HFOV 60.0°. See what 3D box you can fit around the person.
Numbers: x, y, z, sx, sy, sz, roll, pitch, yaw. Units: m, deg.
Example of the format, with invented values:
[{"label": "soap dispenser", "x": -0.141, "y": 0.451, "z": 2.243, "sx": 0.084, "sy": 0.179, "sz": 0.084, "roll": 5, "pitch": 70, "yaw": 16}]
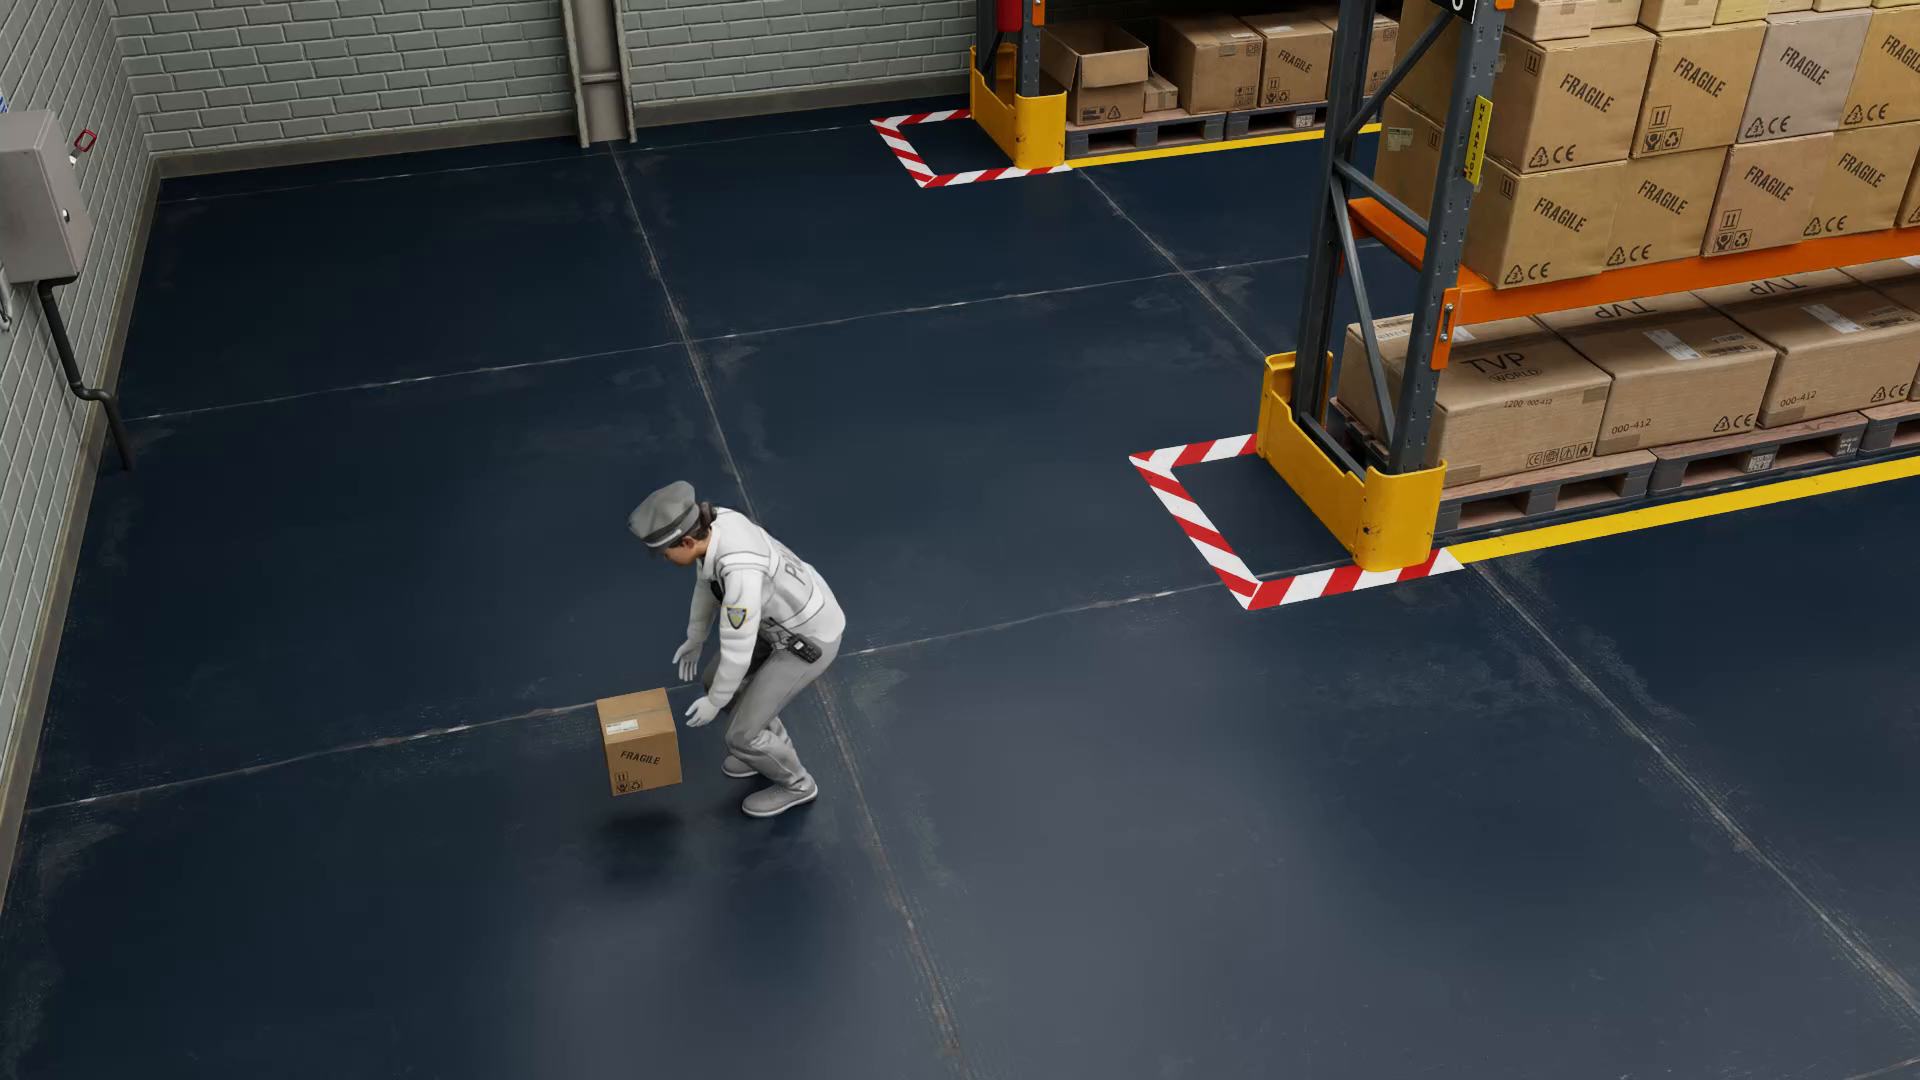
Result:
[{"label": "person", "x": -0.751, "y": 0.381, "z": 5.848, "sx": 0.708, "sy": 1.373, "sz": 0.535, "roll": -10, "pitch": 35, "yaw": -14}]
